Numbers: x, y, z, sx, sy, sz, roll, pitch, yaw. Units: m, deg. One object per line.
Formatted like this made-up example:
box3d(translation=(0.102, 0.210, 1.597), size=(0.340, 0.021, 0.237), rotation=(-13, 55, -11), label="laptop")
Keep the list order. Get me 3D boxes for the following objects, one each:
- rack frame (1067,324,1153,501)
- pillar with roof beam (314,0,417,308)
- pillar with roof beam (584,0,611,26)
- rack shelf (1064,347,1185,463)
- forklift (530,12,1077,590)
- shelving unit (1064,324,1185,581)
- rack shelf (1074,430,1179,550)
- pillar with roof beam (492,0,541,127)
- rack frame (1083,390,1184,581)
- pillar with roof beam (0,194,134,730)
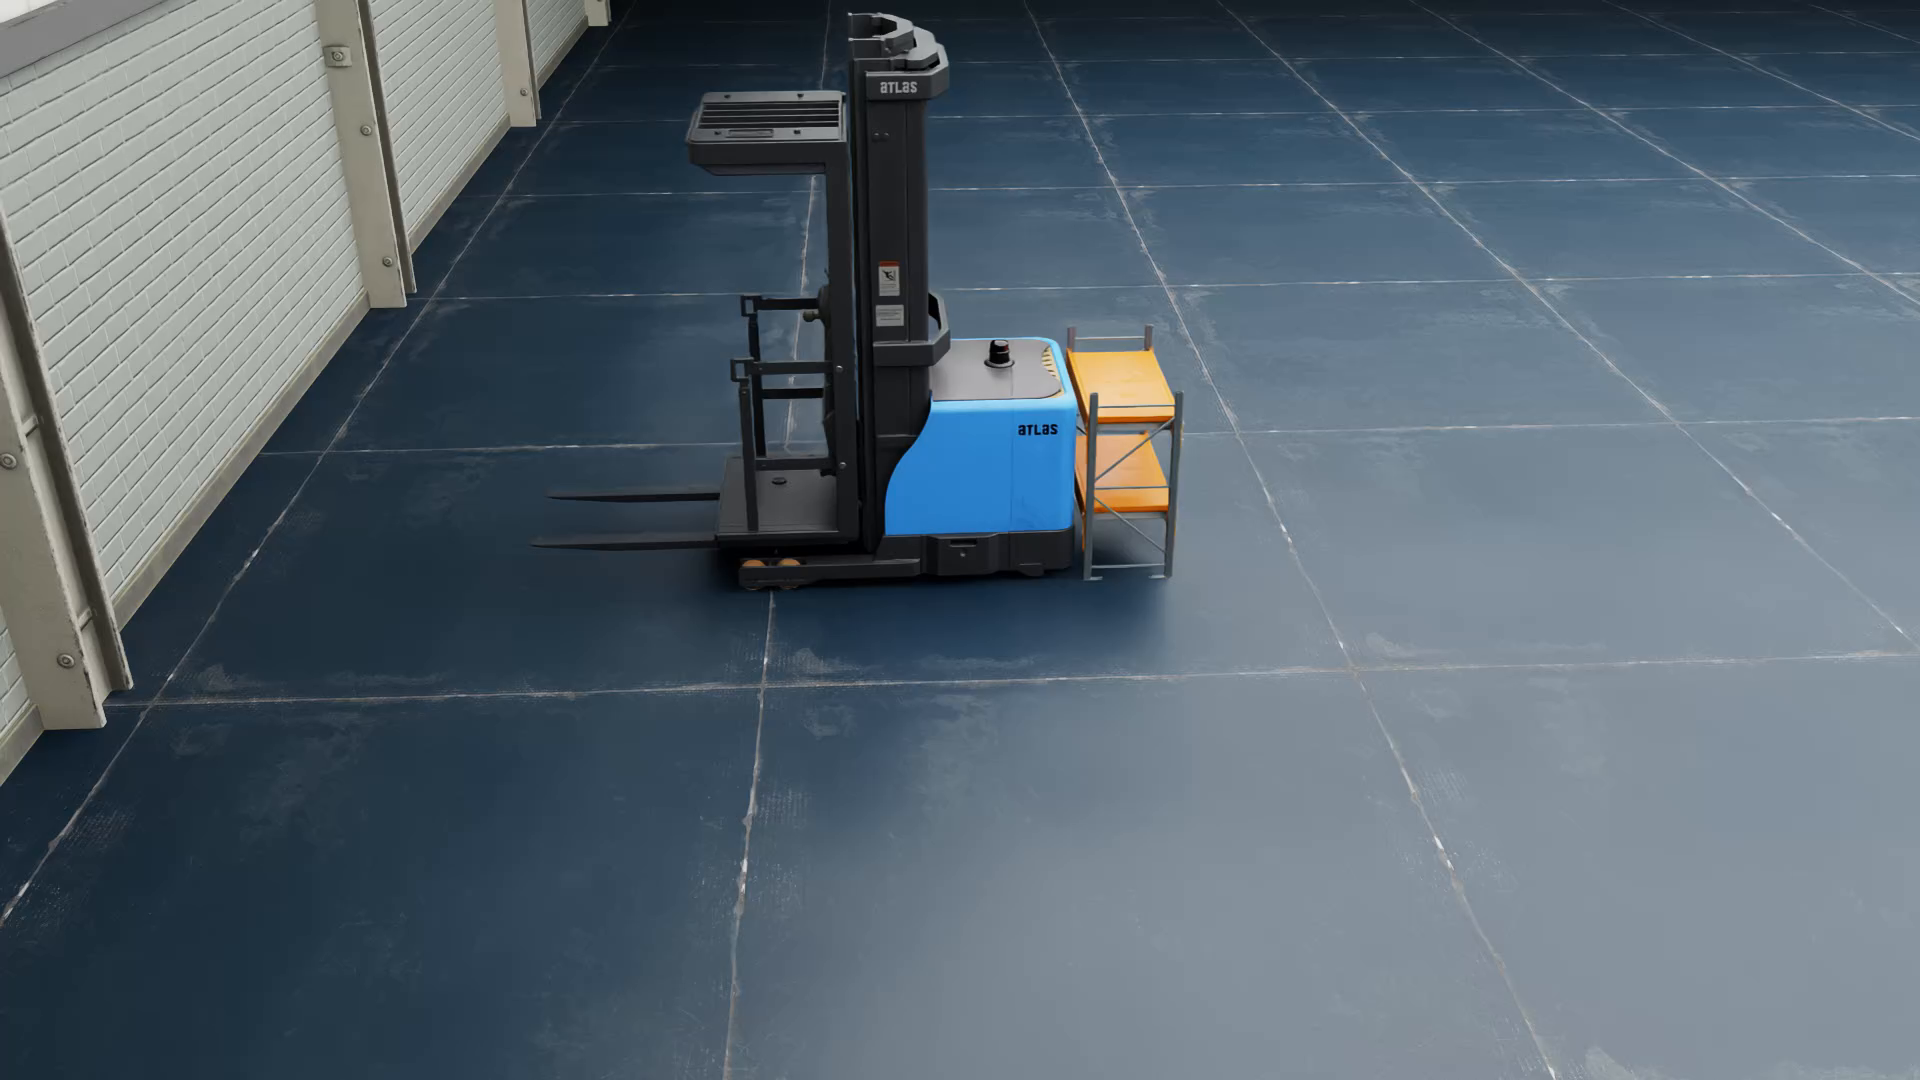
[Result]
box3d(translation=(0.880, -0.753, 9.978), size=(0.500, 1.125, 0.032), rotation=(-2, 28, -3), label="rack frame")
box3d(translation=(-0.312, -6.047, 11.614), size=(9.100, 9.000, 0.400), rotation=(-1, 28, -3), label="pillar with roof beam")
box3d(translation=(-0.939, -11.589, 22.239), size=(9.100, 9.000, 0.400), rotation=(-1, 28, -3), label="pillar with roof beam")
box3d(translation=(0.910, -0.778, 9.393), size=(0.538, 0.278, 1.000), rotation=(-2, 28, -3), label="rack shelf")
box3d(translation=(-0.895, -1.273, 9.022), size=(3.031, 2.935, 1.130), rotation=(-2, 28, -3), label="forklift")
box3d(translation=(0.910, -0.519, 9.528), size=(0.538, 1.125, 1.048), rotation=(-2, 28, -3), label="shelving unit")
box3d(translation=(0.910, -0.302, 9.641), size=(0.538, 0.278, 1.000), rotation=(-2, 28, -3), label="rack shelf")
box3d(translation=(-0.625, -8.818, 16.926), size=(9.100, 9.000, 0.400), rotation=(-1, 28, -3), label="pillar with roof beam")
box3d(translation=(0.939, -0.284, 9.078), size=(0.500, 1.125, 0.032), rotation=(-2, 28, -3), label="rack frame")
box3d(translation=(0.001, -3.276, 6.301), size=(9.100, 9.000, 0.400), rotation=(-1, 28, -3), label="pillar with roof beam")
